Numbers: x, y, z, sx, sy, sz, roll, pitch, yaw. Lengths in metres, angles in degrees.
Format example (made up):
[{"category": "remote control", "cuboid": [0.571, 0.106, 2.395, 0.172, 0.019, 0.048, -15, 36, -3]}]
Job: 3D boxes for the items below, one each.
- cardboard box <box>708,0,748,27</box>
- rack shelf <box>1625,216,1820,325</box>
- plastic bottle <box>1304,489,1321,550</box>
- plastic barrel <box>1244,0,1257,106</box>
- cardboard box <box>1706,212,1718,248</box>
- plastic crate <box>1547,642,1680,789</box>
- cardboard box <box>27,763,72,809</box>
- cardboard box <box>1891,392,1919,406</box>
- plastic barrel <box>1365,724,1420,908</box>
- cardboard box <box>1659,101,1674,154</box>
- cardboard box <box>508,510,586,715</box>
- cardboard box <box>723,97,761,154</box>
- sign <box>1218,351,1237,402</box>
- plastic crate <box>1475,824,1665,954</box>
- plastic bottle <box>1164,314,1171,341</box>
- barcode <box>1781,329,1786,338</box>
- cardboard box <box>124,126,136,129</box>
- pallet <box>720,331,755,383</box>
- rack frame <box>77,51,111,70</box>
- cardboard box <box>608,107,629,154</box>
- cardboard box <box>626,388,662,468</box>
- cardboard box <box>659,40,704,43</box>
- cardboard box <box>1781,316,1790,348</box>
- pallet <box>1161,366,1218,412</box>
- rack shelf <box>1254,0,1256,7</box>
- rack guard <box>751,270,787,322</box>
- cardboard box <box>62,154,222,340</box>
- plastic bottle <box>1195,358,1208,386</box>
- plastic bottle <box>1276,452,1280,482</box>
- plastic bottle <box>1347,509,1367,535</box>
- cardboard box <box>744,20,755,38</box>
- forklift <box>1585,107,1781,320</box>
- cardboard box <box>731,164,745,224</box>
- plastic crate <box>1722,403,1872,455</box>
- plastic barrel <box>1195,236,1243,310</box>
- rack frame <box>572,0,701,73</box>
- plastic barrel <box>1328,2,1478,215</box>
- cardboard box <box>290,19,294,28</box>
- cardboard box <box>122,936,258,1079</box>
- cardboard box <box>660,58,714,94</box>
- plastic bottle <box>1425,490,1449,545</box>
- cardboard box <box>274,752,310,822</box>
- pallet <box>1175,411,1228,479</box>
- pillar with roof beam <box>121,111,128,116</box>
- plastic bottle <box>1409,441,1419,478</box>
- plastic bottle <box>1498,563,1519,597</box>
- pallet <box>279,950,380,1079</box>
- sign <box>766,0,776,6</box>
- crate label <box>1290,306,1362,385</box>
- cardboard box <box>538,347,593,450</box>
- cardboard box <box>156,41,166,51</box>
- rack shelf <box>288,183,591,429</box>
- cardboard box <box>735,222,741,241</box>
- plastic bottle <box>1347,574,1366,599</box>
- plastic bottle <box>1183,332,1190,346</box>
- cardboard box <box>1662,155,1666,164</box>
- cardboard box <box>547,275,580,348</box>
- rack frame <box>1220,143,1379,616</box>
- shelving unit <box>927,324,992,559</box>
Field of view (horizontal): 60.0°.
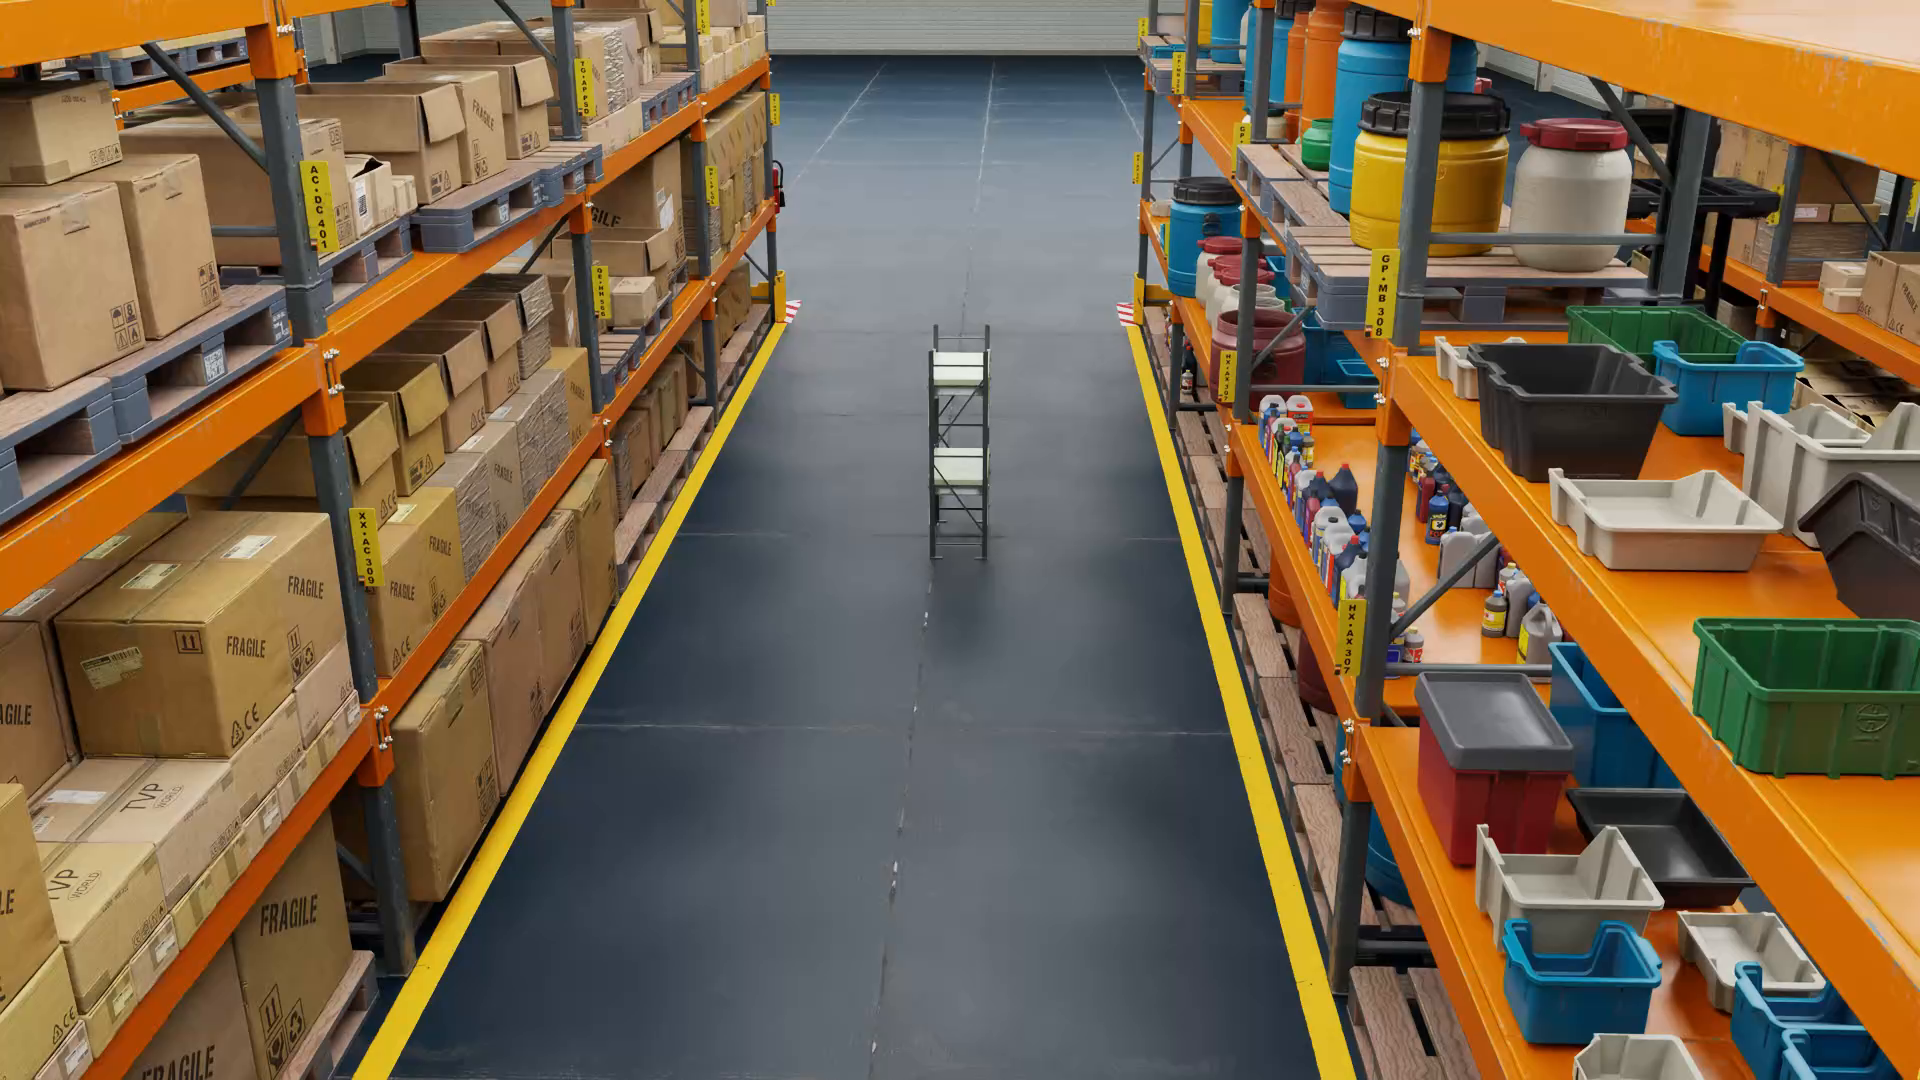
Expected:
[{"category": "cardboard box", "cuboid": [-2.302, -5.128, 15.711, 0.500, 0.500, 0.500, 1, 21, 2]}, {"category": "rack shelf", "cuboid": [7.333, -2.705, 15.849, 1.077, 0.370, 4.000, 1, 21, 2]}, {"category": "plastic bottle", "cuboid": [1.765, -0.104, 8.311, 0.061, 0.283, 0.133, 1, 21, 2]}, {"category": "plastic barrel", "cuboid": [2.522, -3.819, 12.886, 0.600, 0.901, 0.708, 1, 21, 2]}, {"category": "cardboard box", "cuboid": [7.308, -2.897, 15.210, 0.700, 0.500, 0.500, 1, 21, 2]}, {"category": "plastic crate", "cuboid": [2.404, 0.671, 6.092, 0.392, 0.384, 0.575, 1, 21, 2]}, {"category": "cardboard box", "cuboid": [-3.179, 0.930, 5.282, 0.500, 0.250, 0.500, 1, 21, 3]}, {"category": "cardboard box", "cuboid": [7.519, -0.975, 12.840, 0.500, 0.311, 0.500, 1, 21, 1]}, {"category": "plastic barrel", "cuboid": [2.111, 1.105, 7.355, 0.600, 0.901, 0.708, 1, 21, 2]}, {"category": "cardboard box", "cuboid": [7.354, -4.037, 16.356, 0.700, 0.500, 0.500, 0, 21, 0]}, {"category": "cardboard box", "cuboid": [-2.828, 0.385, 9.248, 1.225, 0.875, 0.875, 1, 21, 2]}, {"category": "cardboard box", "cuboid": [-2.287, -4.143, 16.629, 0.500, 0.500, 0.500, 1, 21, 2]}, {"category": "sign", "cuboid": [1.649, -1.007, 10.251, 0.100, 0.325, 0.005, 1, 21, 2]}, {"category": "plastic crate", "cuboid": [1.847, 1.096, 5.137, 0.437, 0.282, 0.530, 1, 21, 2]}, {"category": "plastic bottle", "cuboid": [2.076, -2.101, 16.460, 0.097, 0.271, 0.097, 0, 21, 0]}, {"category": "barcode", "cuboid": [6.848, -1.717, 13.828, 0.001, 0.075, 0.075, 1, 21, 2]}, {"category": "cardboard box", "cuboid": [-7.638, -3.426, 15.011, 0.875, 0.550, 0.550, 1, 21, 2]}, {"category": "pallet", "cuboid": [-2.610, -1.813, 16.411, 1.003, 0.211, 1.213, 1, 21, 2]}, {"category": "rack frame", "cuboid": [-7.584, -5.316, 13.289, 1.000, 3.000, 0.127, 1, 21, 2]}, {"category": "cardboard box", "cuboid": [-2.467, -2.663, 10.806, 0.500, 0.250, 0.500, 1, 21, 3]}, {"category": "cardboard box", "cuboid": [-2.720, -0.871, 12.975, 0.700, 0.500, 0.500, -1, 21, -3]}, {"category": "cardboard box", "cuboid": [-2.372, -4.153, 14.096, 0.380, 0.149, 0.250, 0, 21, -1]}, {"category": "cardboard box", "cuboid": [7.606, -1.926, 15.031, 0.500, 0.500, 0.500, 1, 21, 2]}, {"category": "pallet", "cuboid": [2.383, -1.316, 15.128, 1.003, 0.211, 1.213, 1, 21, 2]}, {"category": "rack shelf", "cuboid": [2.260, -3.925, 11.253, 1.077, 0.370, 4.000, 1, 21, 2]}, {"category": "rack guard", "cuboid": [-2.510, -2.681, 18.249, 1.175, 0.500, 0.348, 1, 21, 2]}, {"category": "cardboard box", "cuboid": [-2.837, -0.939, 5.299, 0.700, 0.500, 0.500, -1, 21, -2]}, {"category": "plastic bottle", "cuboid": [2.196, -1.578, 15.003, 0.144, 0.351, 0.185, 1, 21, 2]}, {"category": "plastic bottle", "cuboid": [1.814, -0.425, 9.251, 0.097, 0.201, 0.097, 0, 21, 0]}, {"category": "plastic bottle", "cuboid": [1.929, -0.019, 8.110, 0.097, 0.271, 0.097, 0, 21, 0]}, {"category": "cardboard box", "cuboid": [-2.212, -5.001, 16.280, 0.380, 0.149, 0.250, 1, 21, 2]}, {"category": "forklift", "cuboid": [4.918, -1.492, 11.821, 1.130, 2.935, 3.031, 0, 21, 0]}, {"category": "cardboard box", "cuboid": [-2.533, -3.318, 15.884, 0.875, 0.500, 0.500, 1, 21, 2]}, {"category": "plastic crate", "cuboid": [2.419, -0.292, 4.854, 0.293, 0.136, 0.466, 1, 21, 2]}, {"category": "plastic barrel", "cuboid": [2.073, -2.093, 13.089, 0.433, 0.535, 0.433, 0, 21, 0]}, {"category": "rack frame", "cuboid": [-2.630, -5.225, 13.055, 1.000, 3.000, 0.127, 1, 21, 2]}, {"category": "plastic barrel", "cuboid": [1.977, -1.928, 7.430, 0.600, 0.901, 0.708, 1, 21, 2]}, {"category": "cardboard box", "cuboid": [-7.134, -5.365, 17.191, 0.380, 0.149, 0.250, 1, 21, 2]}, {"category": "cardboard box", "cuboid": [-3.001, 1.822, 5.542, 0.875, 0.875, 0.875, 1, 21, 2]}, {"category": "cardboard box", "cuboid": [-2.360, -3.916, 14.036, 0.500, 0.250, 0.500, 0, 21, 0]}, {"category": "plastic bottle", "cuboid": [2.400, -0.116, 8.360, 0.097, 0.271, 0.097, 0, 21, 0]}, {"category": "cardboard box", "cuboid": [-2.571, 0.881, 5.958, 0.380, 0.149, 0.250, 0, 21, 1]}, {"category": "pallet", "cuboid": [2.336, -0.789, 13.771, 1.003, 0.211, 1.213, 1, 21, 2]}, {"category": "pillar with roof beam", "cuboid": [-13.447, -13.052, 33.228, 9.100, 9.000, 0.400, 1, 21, 2]}, {"category": "plastic bottle", "cuboid": [2.576, -0.453, 9.325, 0.097, 0.201, 0.097, 0, 21, 0]}, {"category": "plastic bottle", "cuboid": [2.520, 0.204, 7.631, 0.097, 0.201, 0.097, 0, 21, 0]}, {"category": "pallet", "cuboid": [-2.974, 2.039, 6.483, 1.003, 0.211, 1.213, 1, 21, 2]}, {"category": "sign", "cuboid": [-1.954, -5.672, 17.130, 0.100, 0.325, 0.005, 1, 21, 2]}, {"category": "crate label", "cuboid": [2.500, -1.300, 11.184, 0.502, 0.435, 0.616, 1, 21, 2]}, {"category": "cardboard box", "cuboid": [-2.519, -0.847, 9.927, 0.500, 0.500, 0.500, 1, 21, 3]}, {"category": "cardboard box", "cuboid": [-7.219, -4.355, 14.587, 0.380, 0.149, 0.250, 1, 21, 2]}, {"category": "rack shelf", "cuboid": [-2.812, -1.322, 8.136, 1.077, 0.370, 4.000, 1, 21, 2]}, {"category": "cardboard box", "cuboid": [-2.290, -2.928, 15.775, 0.380, 0.149, 0.250, 1, 21, 2]}, {"category": "plastic bottle", "cuboid": [1.778, 0.299, 7.284, 0.152, 0.276, 0.135, 1, 21, 2]}, {"category": "plastic bottle", "cuboid": [2.068, -1.766, 15.487, 0.144, 0.351, 0.185, 1, 21, 1]}, {"category": "cardboard box", "cuboid": [7.142, -3.697, 16.374, 0.380, 0.149, 0.250, 0, 21, 1]}, {"category": "cardboard box", "cuboid": [-2.775, -1.420, 10.823, 0.500, 0.500, 0.500, -2, 21, -5]}, {"category": "rack frame", "cuboid": [2.199, -0.927, 10.272, 1.000, 3.000, 0.127, 1, 21, 2]}, {"category": "shelving unit", "cuboid": [0.000, -0.702, 11.764, 0.431, 1.500, 0.755, 1, 21, 2]}]
